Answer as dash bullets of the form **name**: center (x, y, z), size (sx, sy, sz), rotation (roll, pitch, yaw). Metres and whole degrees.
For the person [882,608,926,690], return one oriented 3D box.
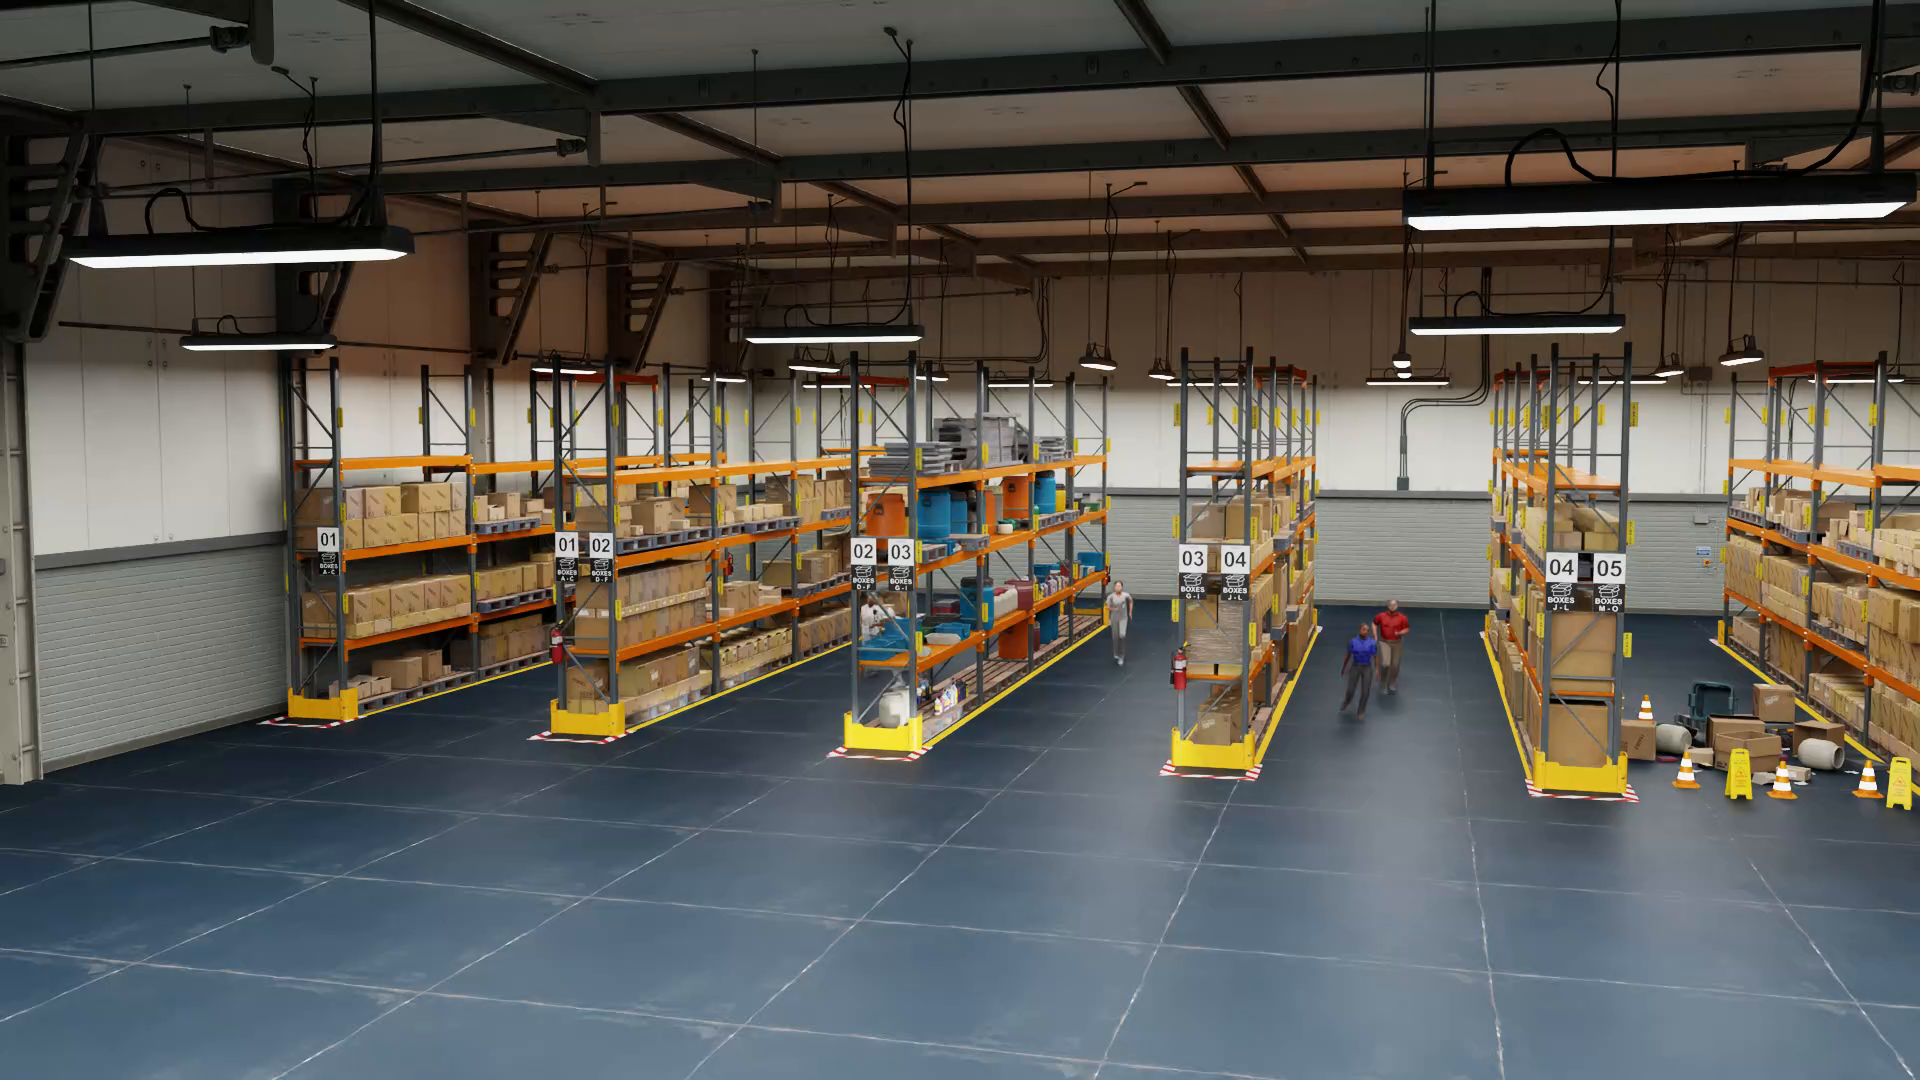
- **person**: center (-1.004, 1.986, 30.822), size (0.675, 1.542, 1.216), rotation (4, 6, 44)

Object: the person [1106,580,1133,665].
- **person**: center (3.246, 1.674, 33.945), size (0.538, 1.722, 0.831), rotation (1, 4, 9)

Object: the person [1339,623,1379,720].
- **person**: center (6.632, 2.165, 27.608), size (0.633, 1.620, 0.650), rotation (1, 4, 13)

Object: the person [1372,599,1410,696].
- **person**: center (7.790, 1.951, 30.026), size (0.622, 1.767, 0.736), rotation (0, 4, 5)

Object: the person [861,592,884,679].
- **person**: center (-1.702, 1.830, 32.035), size (0.487, 1.705, 0.802), rotation (0, 4, 6)
